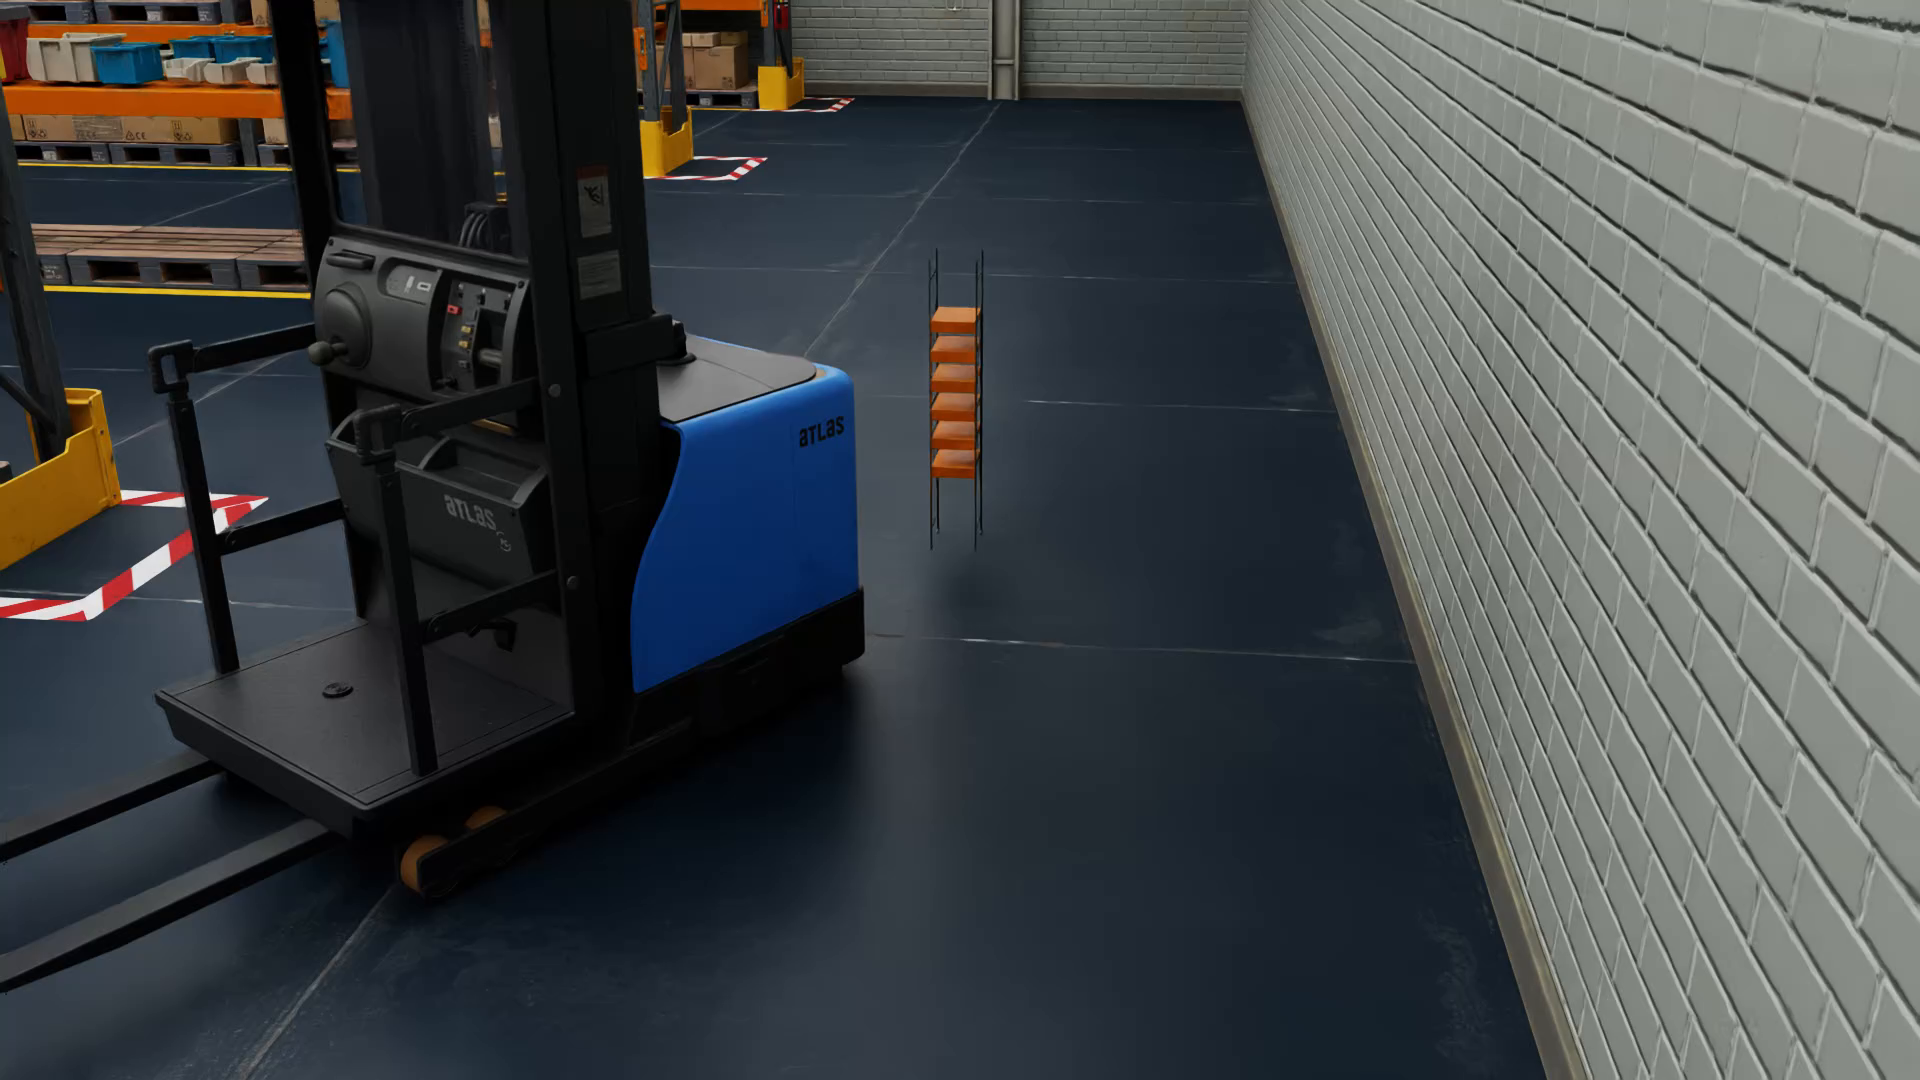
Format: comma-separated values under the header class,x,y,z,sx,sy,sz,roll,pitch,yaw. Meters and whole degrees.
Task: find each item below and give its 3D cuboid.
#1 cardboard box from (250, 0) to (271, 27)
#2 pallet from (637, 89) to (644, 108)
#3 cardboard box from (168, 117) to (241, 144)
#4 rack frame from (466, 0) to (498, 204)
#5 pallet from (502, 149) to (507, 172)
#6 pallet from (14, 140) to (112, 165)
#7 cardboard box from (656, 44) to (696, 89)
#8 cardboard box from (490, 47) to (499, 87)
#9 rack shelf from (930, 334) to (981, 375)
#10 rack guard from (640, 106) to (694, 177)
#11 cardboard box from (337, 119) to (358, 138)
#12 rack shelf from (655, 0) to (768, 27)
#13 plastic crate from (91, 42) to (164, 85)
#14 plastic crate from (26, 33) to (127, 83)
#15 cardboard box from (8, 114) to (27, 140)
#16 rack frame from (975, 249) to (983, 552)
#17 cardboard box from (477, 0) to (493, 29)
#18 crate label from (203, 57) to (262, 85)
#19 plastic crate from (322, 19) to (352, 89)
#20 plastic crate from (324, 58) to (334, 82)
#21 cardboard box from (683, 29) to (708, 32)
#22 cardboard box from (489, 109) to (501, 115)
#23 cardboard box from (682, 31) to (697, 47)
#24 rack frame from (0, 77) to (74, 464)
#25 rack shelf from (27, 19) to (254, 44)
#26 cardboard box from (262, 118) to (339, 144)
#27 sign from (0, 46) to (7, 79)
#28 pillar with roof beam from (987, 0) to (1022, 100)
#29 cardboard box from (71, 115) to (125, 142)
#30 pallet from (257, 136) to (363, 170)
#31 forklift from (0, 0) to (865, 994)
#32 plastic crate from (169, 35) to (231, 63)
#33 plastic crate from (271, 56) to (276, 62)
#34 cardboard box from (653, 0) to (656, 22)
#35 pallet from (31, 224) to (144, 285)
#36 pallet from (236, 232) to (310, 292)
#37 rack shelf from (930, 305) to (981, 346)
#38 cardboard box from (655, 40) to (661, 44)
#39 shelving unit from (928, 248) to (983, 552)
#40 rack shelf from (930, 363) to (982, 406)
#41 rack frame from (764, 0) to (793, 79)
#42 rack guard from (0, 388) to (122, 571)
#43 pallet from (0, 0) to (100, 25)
class,x,y,z,sx,sy,sz,roll,pitch,yaw
cardboard box,-6.300,-5.093,15.607,0.500,0.500,0.500,3,22,8
pallet,-4.234,-5.567,20.734,1.213,0.211,1.003,2,22,6
cardboard box,-7.298,-4.127,16.101,0.500,0.500,0.500,2,22,6
rack frame,-3.389,-3.187,10.921,0.127,3.000,1.000,2,22,6
pallet,-3.669,-3.736,16.103,1.213,0.211,1.003,2,22,6
pallet,-8.801,-3.945,16.631,1.213,0.211,1.003,2,22,6
cardboard box,-3.427,-5.852,20.492,0.500,0.500,0.700,2,22,6
cardboard box,-5.464,-5.940,20.714,0.500,0.500,0.700,3,22,7
rack shelf,-0.014,-0.740,6.649,0.180,0.103,0.258,2,22,6
rack guard,-2.878,-3.836,15.963,0.348,0.500,1.175,2,22,6
cardboard box,-6.175,-4.289,16.511,0.500,0.500,0.500,2,22,6
rack shelf,-4.209,-6.556,20.421,4.000,0.370,1.077,2,22,6
plastic crate,-5.458,-3.132,10.929,0.300,0.233,0.416,2,22,6
plastic crate,-5.866,-3.200,11.032,0.530,0.282,0.437,2,22,6
cardboard box,-9.310,-4.215,16.324,0.500,0.500,0.500,2,22,6
rack frame,0.076,-0.555,6.711,0.006,1.200,0.240,2,22,6
cardboard box,-4.289,-5.007,15.388,0.500,0.500,0.500,3,22,7
crate label,-4.785,-3.082,10.934,0.243,0.136,0.396,2,22,6
plastic crate,-3.743,-3.178,10.768,0.499,0.435,0.616,2,22,6
plastic crate,-4.220,-3.061,10.881,0.243,0.136,0.396,2,22,6
cardboard box,-3.285,-6.222,20.543,0.250,0.149,0.380,3,22,6
cardboard box,-4.302,-4.092,16.351,0.500,0.250,0.500,2,22,6
cardboard box,-3.333,-6.082,20.191,0.250,0.149,0.380,3,22,8
rack frame,-3.972,-1.379,6.347,0.127,3.000,1.000,2,22,6
rack shelf,-8.760,-4.920,16.284,4.000,0.370,1.077,2,22,6
cardboard box,-6.383,-4.025,16.101,0.500,0.311,0.500,2,22,6
sign,-3.900,-2.020,6.685,0.005,0.325,0.100,2,22,6
pillar with roof beam,0.054,-8.221,15.495,0.400,9.000,9.100,2,22,6
cardboard box,-8.286,-4.174,16.218,0.500,0.500,0.500,3,22,7
pallet,-6.092,-3.841,16.370,1.213,0.211,1.003,2,22,6
forklift,-1.640,-0.603,4.478,1.130,2.935,3.031,16,27,35
plastic crate,-5.201,-3.338,11.449,0.300,0.233,0.416,2,22,6
plastic crate,-4.578,-3.297,11.475,0.298,0.136,0.250,2,22,6
cardboard box,-3.212,-5.157,15.769,0.500,0.500,0.500,3,22,7
pallet,-6.626,-2.046,11.827,1.213,0.211,1.003,2,22,6
pallet,-4.203,-1.940,11.560,1.213,0.211,1.003,2,22,6
rack shelf,-0.014,-0.852,6.605,0.180,0.103,0.258,2,22,6
cardboard box,-3.786,-6.243,20.598,0.250,0.149,0.380,3,22,7
shelving unit,-0.014,-0.559,6.721,0.189,1.200,0.258,2,22,6
rack shelf,-0.014,-0.629,6.693,0.180,0.103,0.258,2,22,6
rack frame,-2.223,-6.804,20.070,0.127,3.000,1.000,2,22,6
rack guard,-3.948,-0.215,6.804,0.348,0.500,1.175,2,22,6
pallet,-8.815,-5.170,16.197,1.213,0.211,1.003,2,22,6
